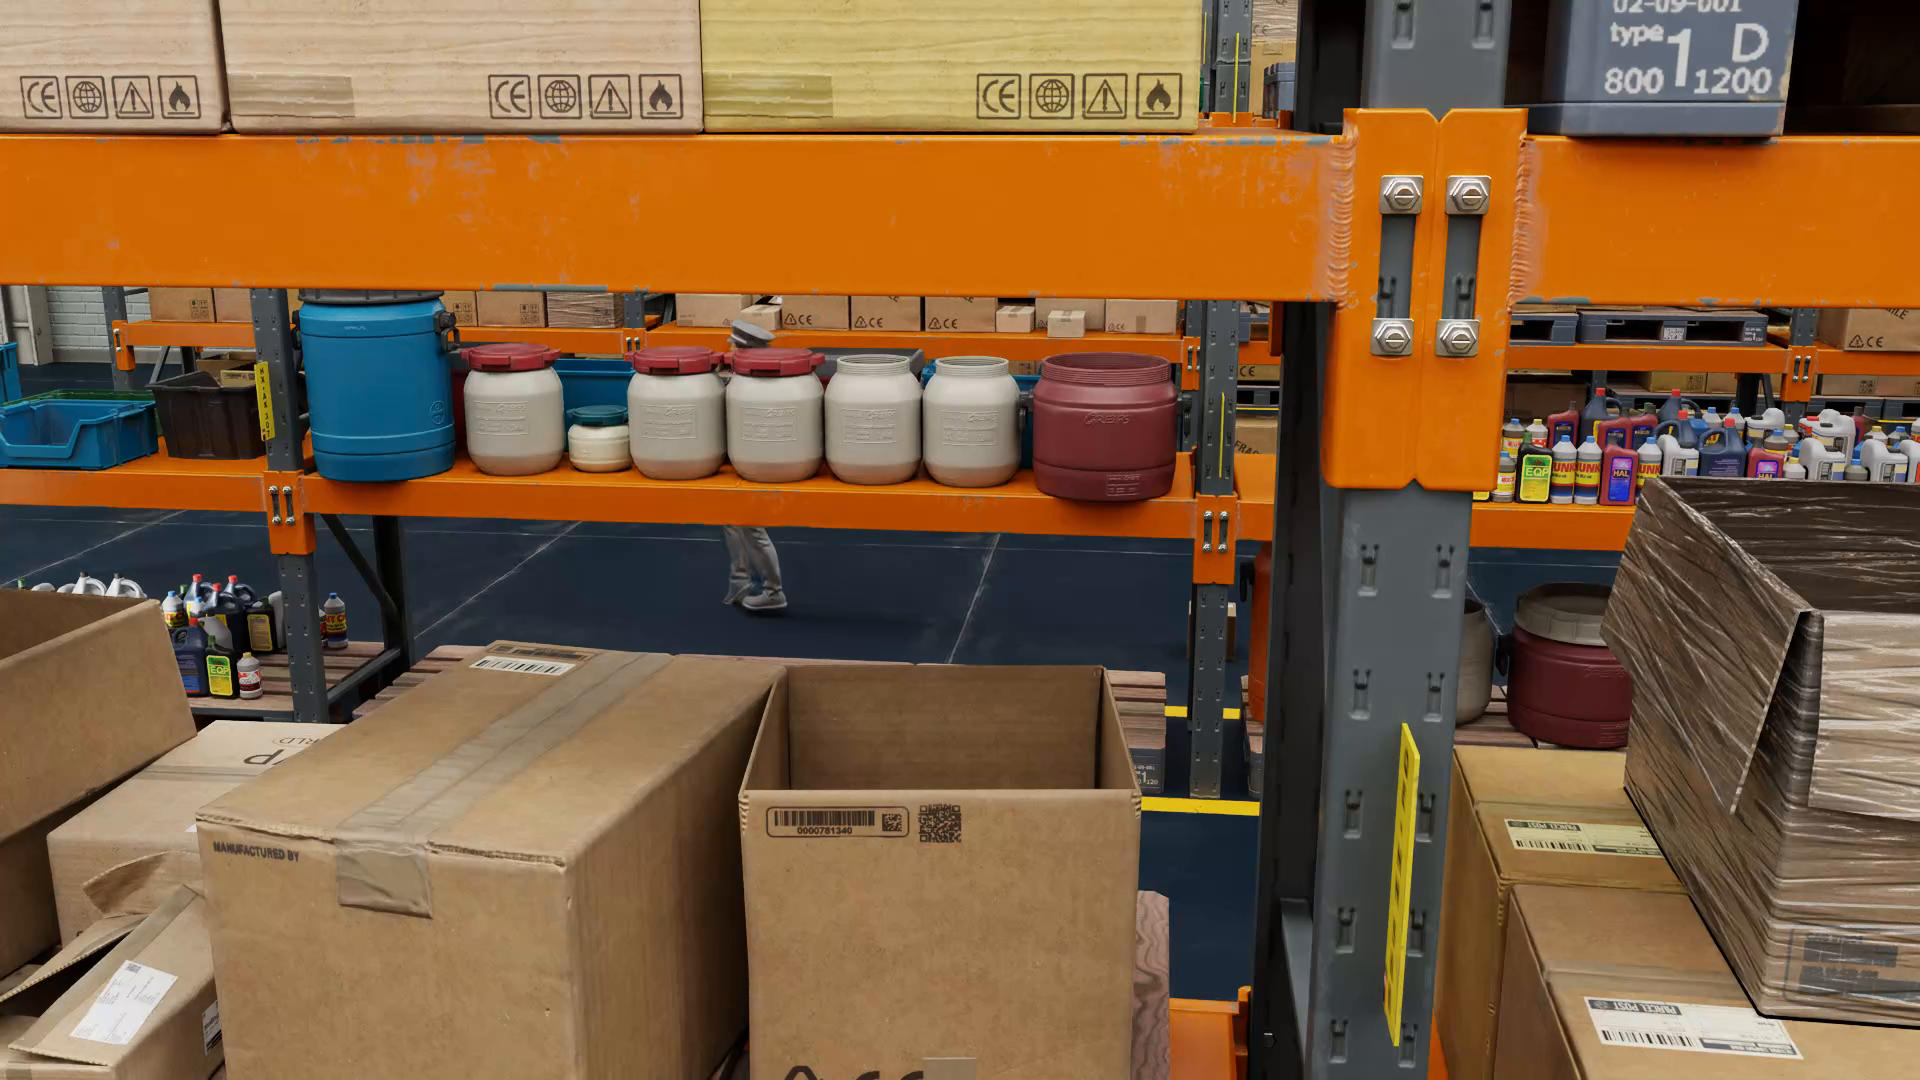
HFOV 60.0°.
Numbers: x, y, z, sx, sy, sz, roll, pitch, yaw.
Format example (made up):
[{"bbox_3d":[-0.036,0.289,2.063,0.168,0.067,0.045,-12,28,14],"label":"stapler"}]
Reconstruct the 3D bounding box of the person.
[{"bbox_3d":[-1.372,-0.409,9.570,0.779,1.706,0.520,5,15,20],"label":"person"}]
